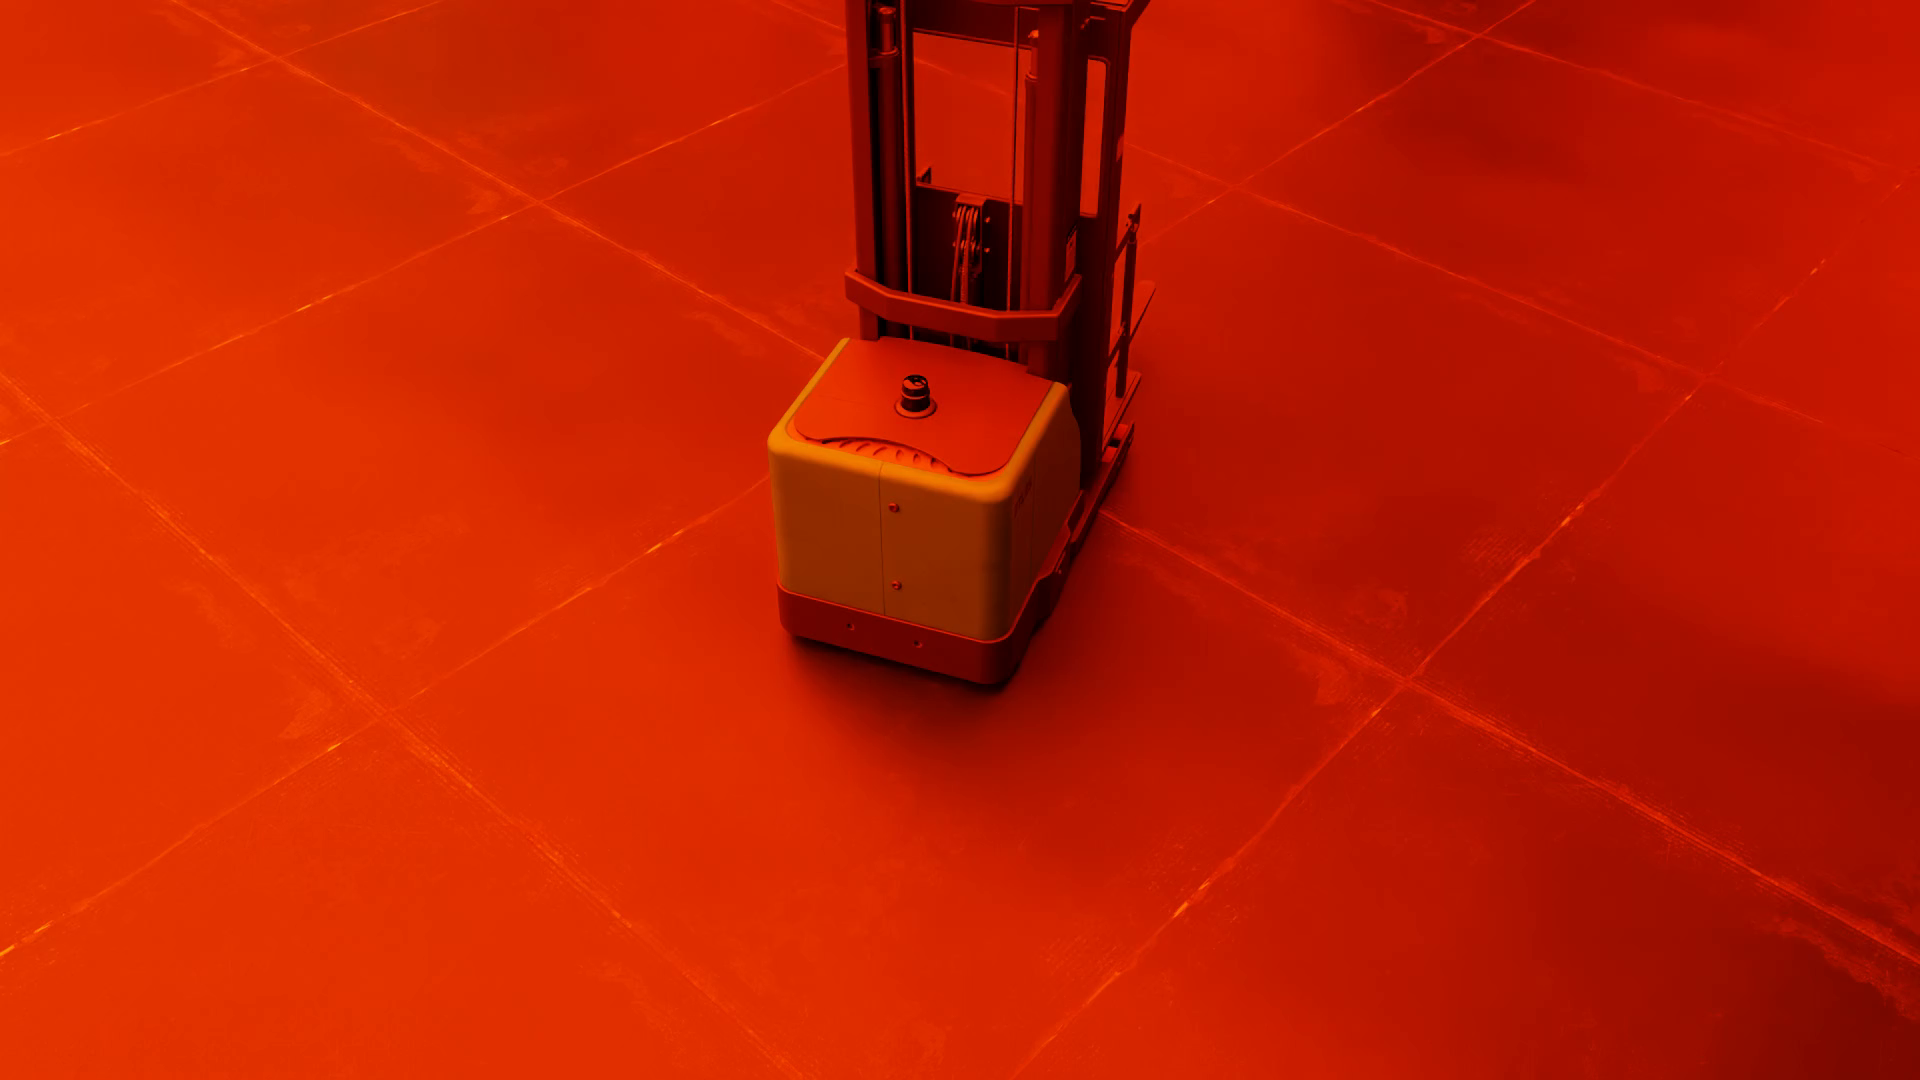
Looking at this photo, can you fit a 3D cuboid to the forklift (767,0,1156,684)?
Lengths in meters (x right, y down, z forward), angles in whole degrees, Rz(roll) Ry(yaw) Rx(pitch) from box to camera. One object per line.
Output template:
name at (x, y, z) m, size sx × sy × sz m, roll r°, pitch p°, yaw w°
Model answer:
forklift at (0.211, -1.484, 7.158) m, size 1.130 × 2.935 × 3.031 m, roll 14°, pitch 42°, yaw 15°
